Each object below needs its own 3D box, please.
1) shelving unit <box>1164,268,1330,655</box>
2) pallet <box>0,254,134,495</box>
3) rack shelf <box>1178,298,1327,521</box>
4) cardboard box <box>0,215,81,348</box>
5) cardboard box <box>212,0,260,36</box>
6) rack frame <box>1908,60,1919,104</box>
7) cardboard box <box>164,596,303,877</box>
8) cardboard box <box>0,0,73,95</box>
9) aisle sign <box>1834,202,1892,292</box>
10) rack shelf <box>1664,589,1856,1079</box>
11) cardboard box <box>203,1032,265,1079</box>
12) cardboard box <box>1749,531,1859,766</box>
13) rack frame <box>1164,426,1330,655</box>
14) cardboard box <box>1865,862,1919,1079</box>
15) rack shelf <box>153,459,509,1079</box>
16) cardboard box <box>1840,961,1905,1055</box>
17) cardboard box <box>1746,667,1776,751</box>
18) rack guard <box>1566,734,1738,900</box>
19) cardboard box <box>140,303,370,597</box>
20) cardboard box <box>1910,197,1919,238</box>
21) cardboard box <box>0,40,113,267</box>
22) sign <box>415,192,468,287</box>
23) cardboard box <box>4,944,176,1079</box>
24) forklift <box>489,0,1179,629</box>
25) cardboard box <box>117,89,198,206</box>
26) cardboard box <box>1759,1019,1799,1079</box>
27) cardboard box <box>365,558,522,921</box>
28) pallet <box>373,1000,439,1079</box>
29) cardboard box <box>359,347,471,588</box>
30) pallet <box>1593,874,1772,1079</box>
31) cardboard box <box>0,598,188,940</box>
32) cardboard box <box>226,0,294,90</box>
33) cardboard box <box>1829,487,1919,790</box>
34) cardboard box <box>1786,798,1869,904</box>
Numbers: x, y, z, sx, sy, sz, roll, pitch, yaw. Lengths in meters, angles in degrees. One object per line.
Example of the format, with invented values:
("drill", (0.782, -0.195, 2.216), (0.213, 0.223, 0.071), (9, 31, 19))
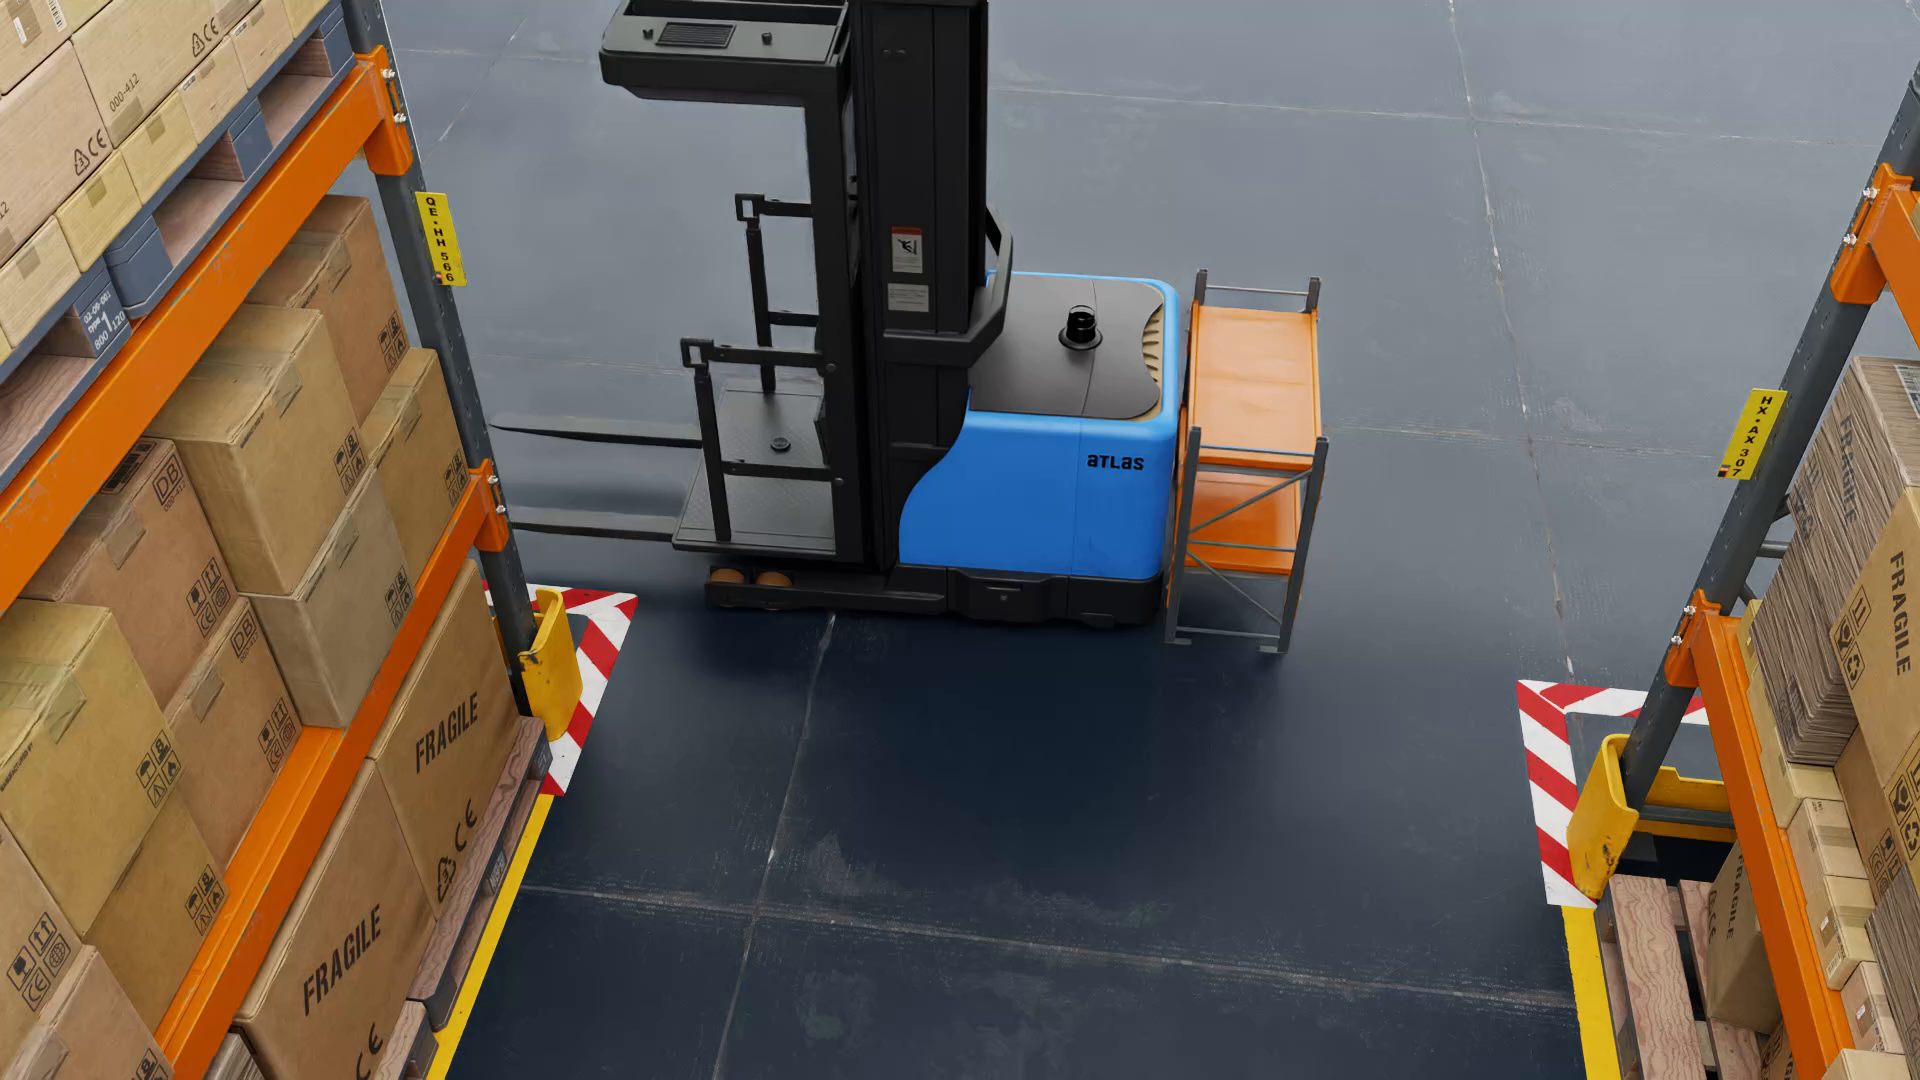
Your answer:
("shelving unit", (1.149, -0.321, 6.771), (0.538, 1.125, 1.048), (5, 44, 5))
("pallet", (-2.346, -0.172, 3.133), (1.003, 0.211, 1.213), (5, 44, 6))
("rack shelf", (1.149, -0.534, 6.570), (0.538, 0.278, 1.000), (5, 44, 5))
("cardboard box", (-1.976, -0.519, 3.240), (0.380, 0.149, 0.250), (6, 44, 6))
("cardboard box", (-1.887, -1.428, 3.910), (0.500, 0.250, 0.500), (6, 44, 6))
("rack frame", (2.804, -2.114, 2.938), (1.000, 3.000, 0.127), (5, 44, 6))
("cardboard box", (-2.353, 0.494, 4.438), (0.875, 0.550, 0.550), (5, 44, 6))
("cardboard box", (-1.943, -0.980, 3.147), (0.380, 0.149, 0.250), (5, 44, 6))
("aisle sign", (2.515, -0.949, 4.180), (0.394, 0.787, 0.004), (5, 44, 6))
("rack shelf", (2.539, 1.688, 3.809), (1.077, 0.370, 4.000), (5, 44, 6))
("cardboard box", (-2.360, 1.852, 4.352), (0.875, 0.875, 0.875), (6, 44, 6))
("cardboard box", (2.704, 0.292, 4.471), (0.875, 0.500, 0.500), (5, 44, 6))
("rack frame", (1.084, 0.025, 6.405), (0.500, 1.125, 0.032), (5, 44, 5))
("cardboard box", (2.648, 0.981, 3.744), (0.875, 0.500, 0.500), (5, 44, 6))
("rack shelf", (-2.364, 1.169, 4.357), (1.077, 0.370, 4.000), (5, 44, 6))
("cardboard box", (2.371, 1.180, 4.005), (0.380, 0.149, 0.250), (5, 44, 6))
("cardboard box", (2.478, 0.496, 4.727), (0.380, 0.149, 0.250), (5, 44, 6))
("rack guard", (2.794, 1.023, 5.806), (1.175, 0.500, 0.348), (5, 44, 6))
("cardboard box", (-2.168, -0.270, 4.459), (0.875, 0.550, 0.550), (5, 44, 6))
("cardboard box", (2.484, -0.666, 3.699), (0.500, 0.250, 0.500), (6, 44, 7))
("cardboard box", (-2.021, -0.745, 3.189), (0.500, 0.250, 0.500), (5, 44, 5))
("sign", (-1.563, -0.903, 5.008), (0.100, 0.325, 0.005), (5, 44, 6))
("cardboard box", (-2.353, 1.229, 3.661), (0.875, 0.550, 0.550), (5, 44, 6))
("forklift", (-0.641, -1.127, 6.309), (3.031, 2.935, 1.130), (4, 44, 4))
("cardboard box", (-1.909, -0.866, 3.606), (0.380, 0.149, 0.250), (6, 44, 6))
("cardboard box", (2.660, 1.654, 4.834), (0.500, 0.500, 0.500), (16, 46, 16))
("cardboard box", (-2.123, 0.631, 5.641), (0.875, 0.875, 0.875), (5, 44, 6))
("pallet", (-2.291, 1.938, 5.050), (1.003, 0.211, 1.213), (5, 44, 6))
("cardboard box", (-2.103, -0.253, 5.227), (0.875, 0.550, 0.550), (5, 44, 6))
("pallet", (2.651, 1.679, 5.323), (1.003, 0.211, 1.213), (5, 44, 6))
("cardboard box", (-2.318, 0.473, 3.675), (0.875, 0.550, 0.500), (5, 44, 6))
("cardboard box", (-1.841, -1.213, 3.973), (0.380, 0.149, 0.250), (6, 44, 6))
("cardboard box", (2.388, 0.247, 3.791), (0.500, 0.500, 0.500), (5, 44, 6))
("cardboard box", (2.417, 0.838, 4.366), (0.380, 0.149, 0.250), (5, 44, 6))
